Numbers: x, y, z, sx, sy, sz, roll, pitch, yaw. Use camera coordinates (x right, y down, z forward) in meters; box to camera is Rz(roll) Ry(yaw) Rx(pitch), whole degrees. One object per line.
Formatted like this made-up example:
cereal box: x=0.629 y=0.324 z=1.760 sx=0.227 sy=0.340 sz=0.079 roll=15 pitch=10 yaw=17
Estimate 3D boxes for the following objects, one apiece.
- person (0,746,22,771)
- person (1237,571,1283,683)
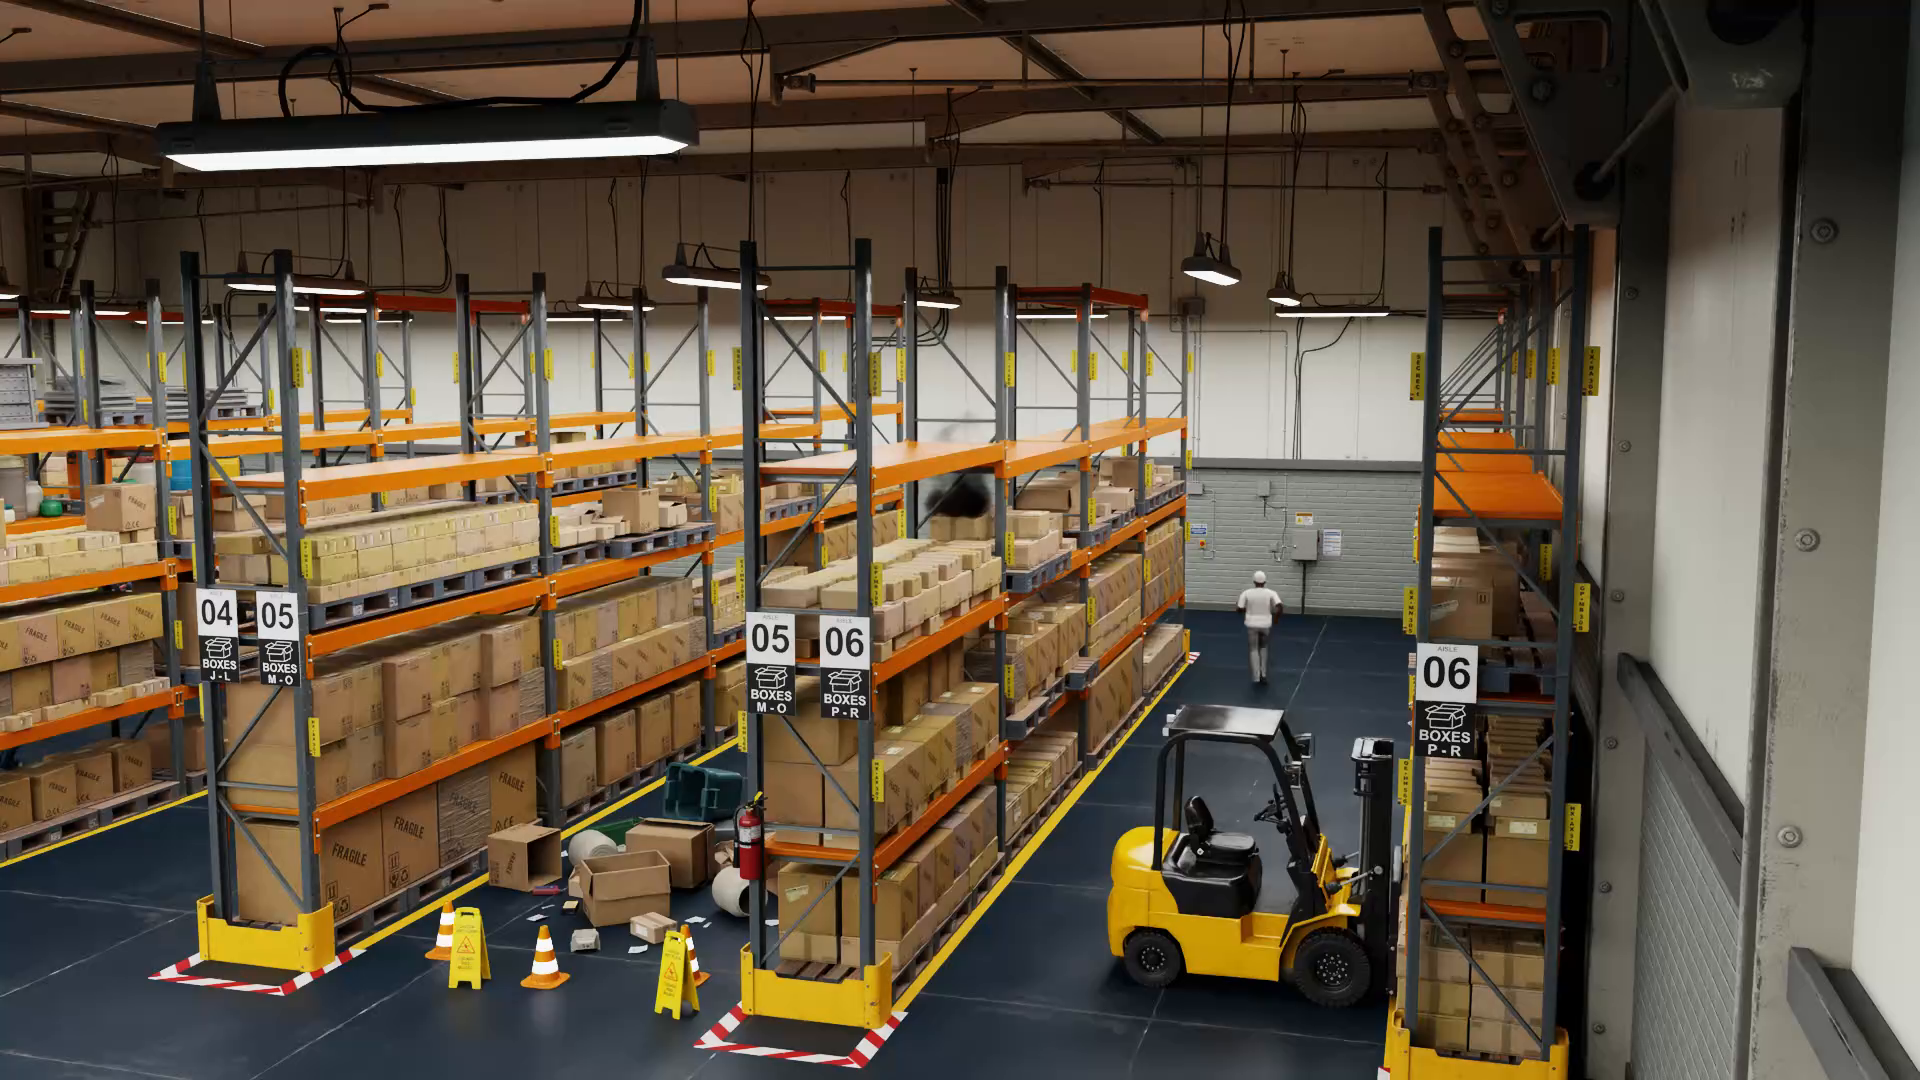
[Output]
person: x=-11.088 y=2.247 z=19.301 sx=0.535 sy=1.559 sz=0.503 roll=1 pitch=7 yaw=11
person: x=4.655 y=1.386 z=25.949 sx=0.672 sy=1.821 sz=0.734 roll=0 pitch=6 yaw=2
